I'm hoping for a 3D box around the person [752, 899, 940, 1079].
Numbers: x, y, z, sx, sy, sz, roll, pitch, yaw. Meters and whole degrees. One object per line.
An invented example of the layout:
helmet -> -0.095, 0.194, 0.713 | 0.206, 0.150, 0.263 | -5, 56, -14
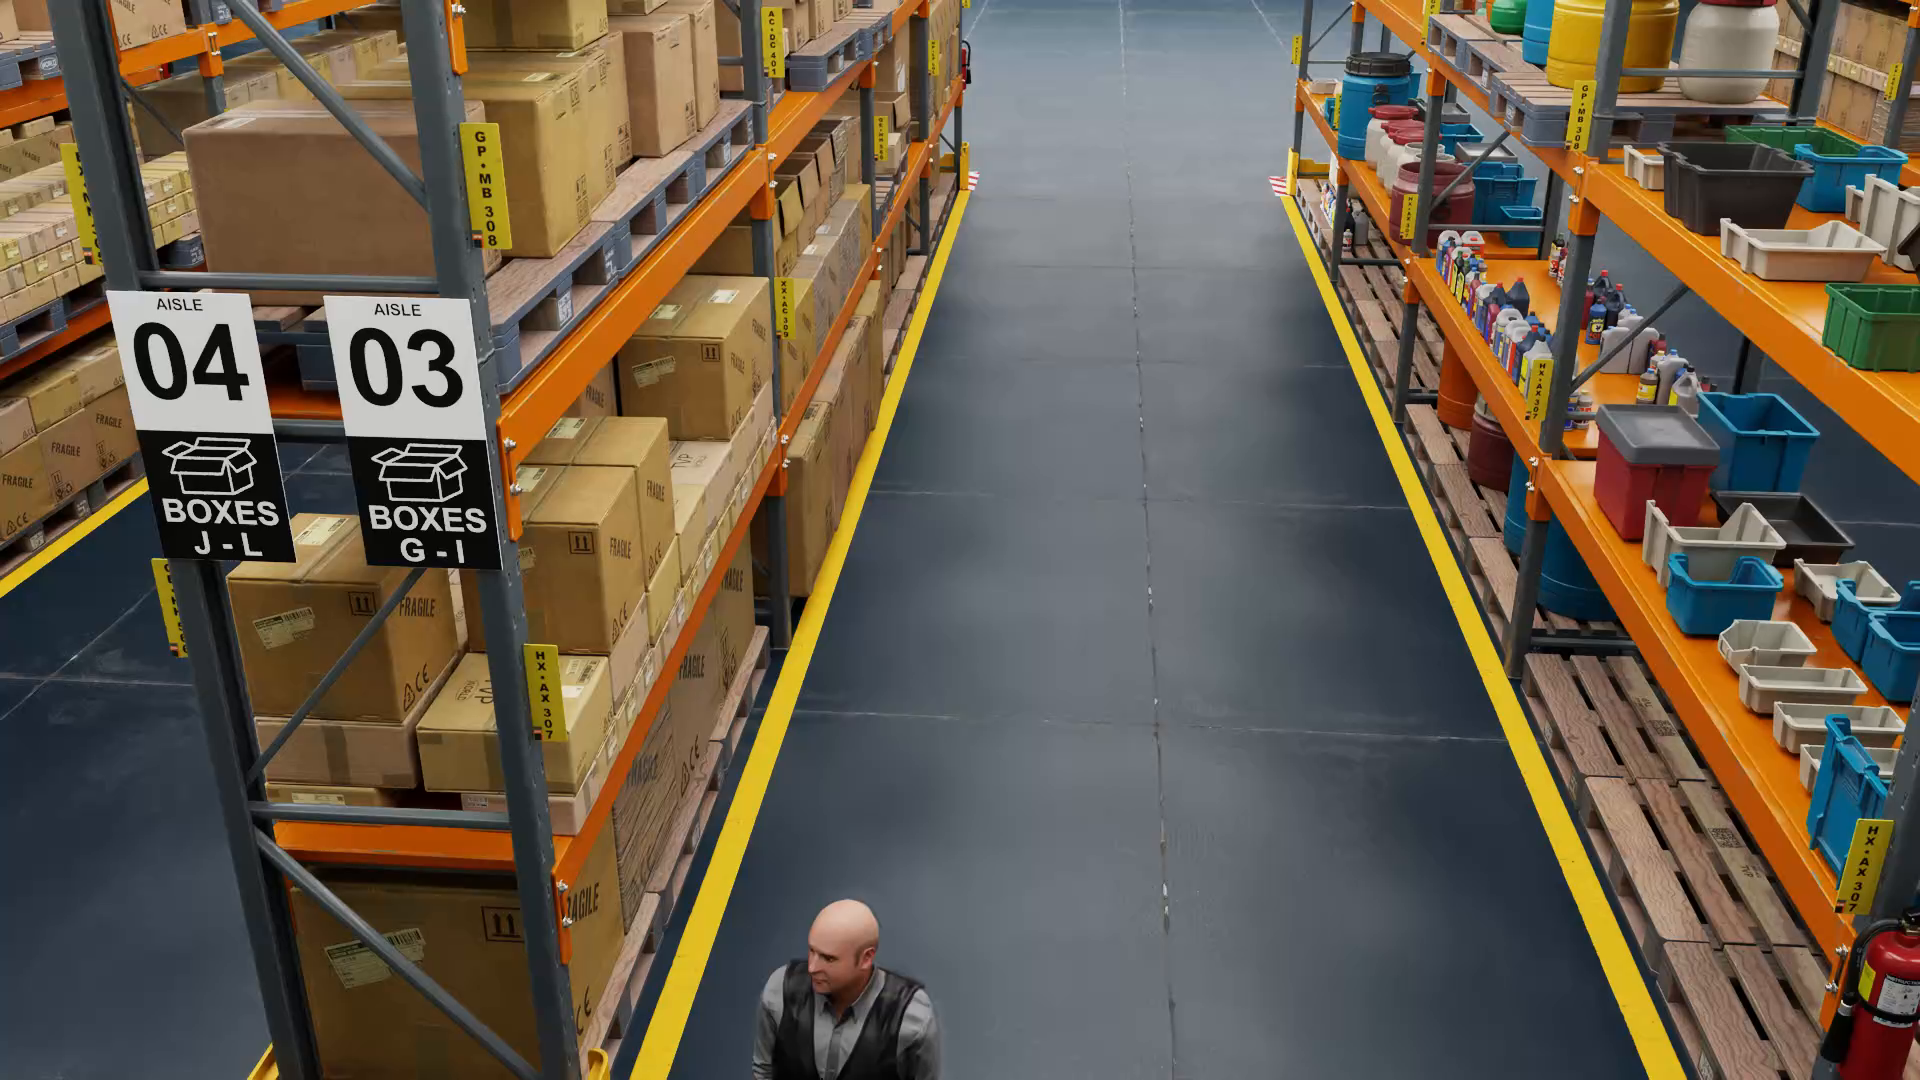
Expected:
person -> -0.310, 1.752, 4.735 | 0.569, 1.705, 0.711 | 4, 25, 8
